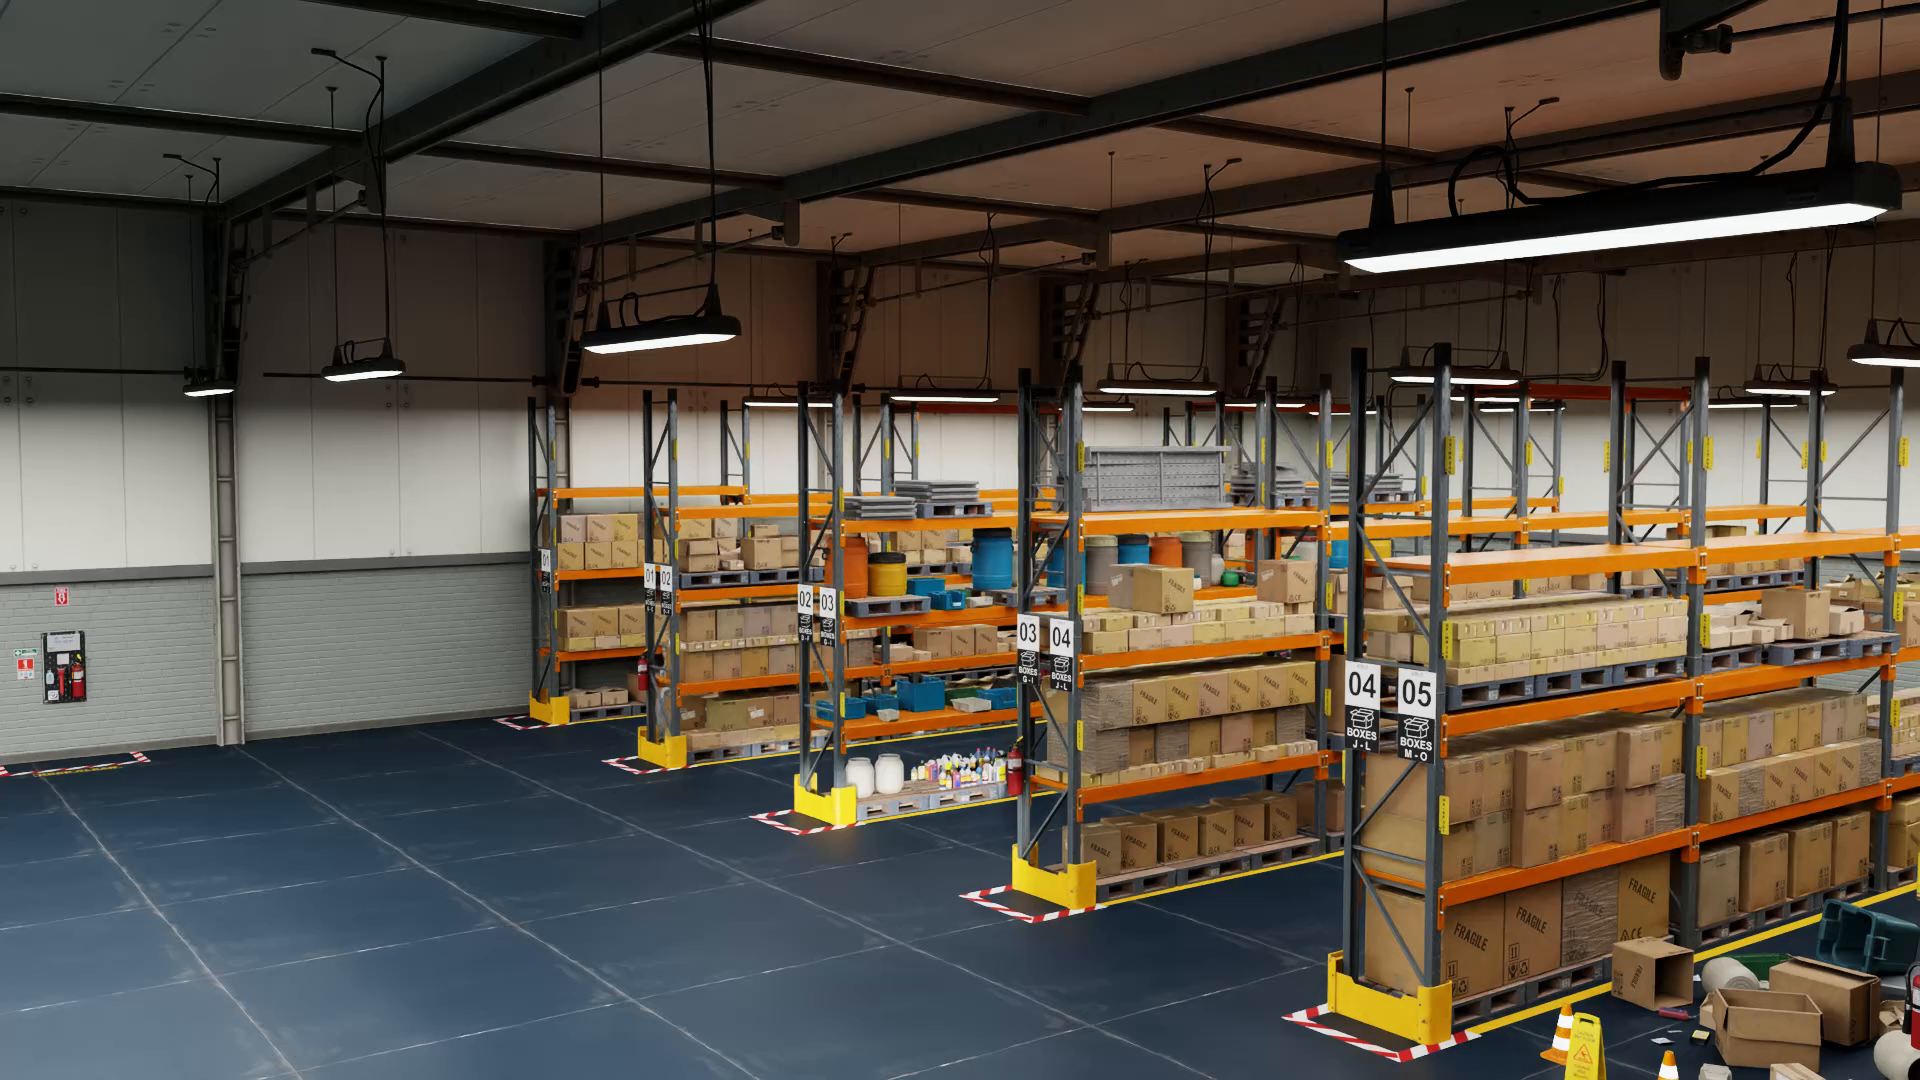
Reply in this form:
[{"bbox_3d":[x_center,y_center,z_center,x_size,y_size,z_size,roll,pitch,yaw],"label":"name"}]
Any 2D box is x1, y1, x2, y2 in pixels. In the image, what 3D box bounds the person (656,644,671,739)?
[{"bbox_3d":[-5.053,2.644,28.675,0.780,1.684,0.510,-1,4,-24],"label":"person"}]
